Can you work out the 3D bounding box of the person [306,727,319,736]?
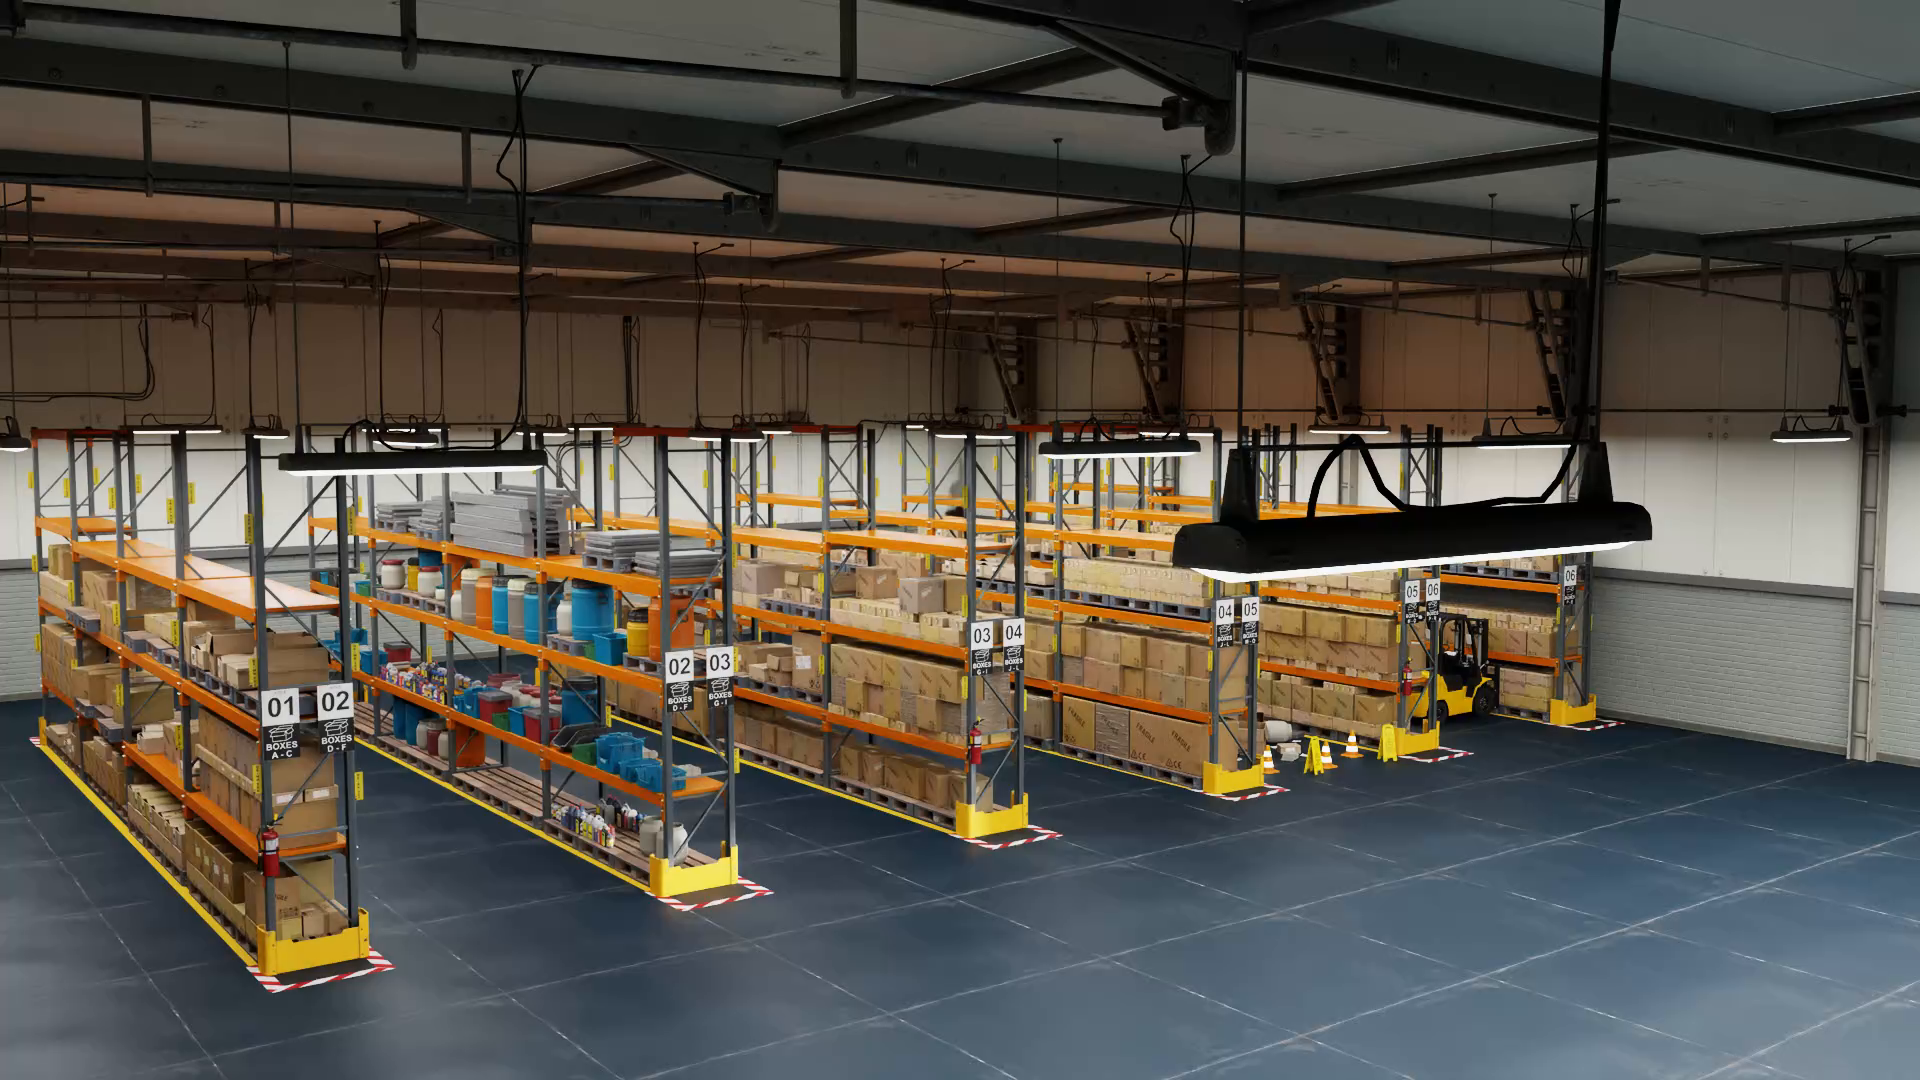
[{"bbox_3d":[-10.975,3.314,28.261,0.738,1.688,0.581,4,6,40],"label":"person"}]
